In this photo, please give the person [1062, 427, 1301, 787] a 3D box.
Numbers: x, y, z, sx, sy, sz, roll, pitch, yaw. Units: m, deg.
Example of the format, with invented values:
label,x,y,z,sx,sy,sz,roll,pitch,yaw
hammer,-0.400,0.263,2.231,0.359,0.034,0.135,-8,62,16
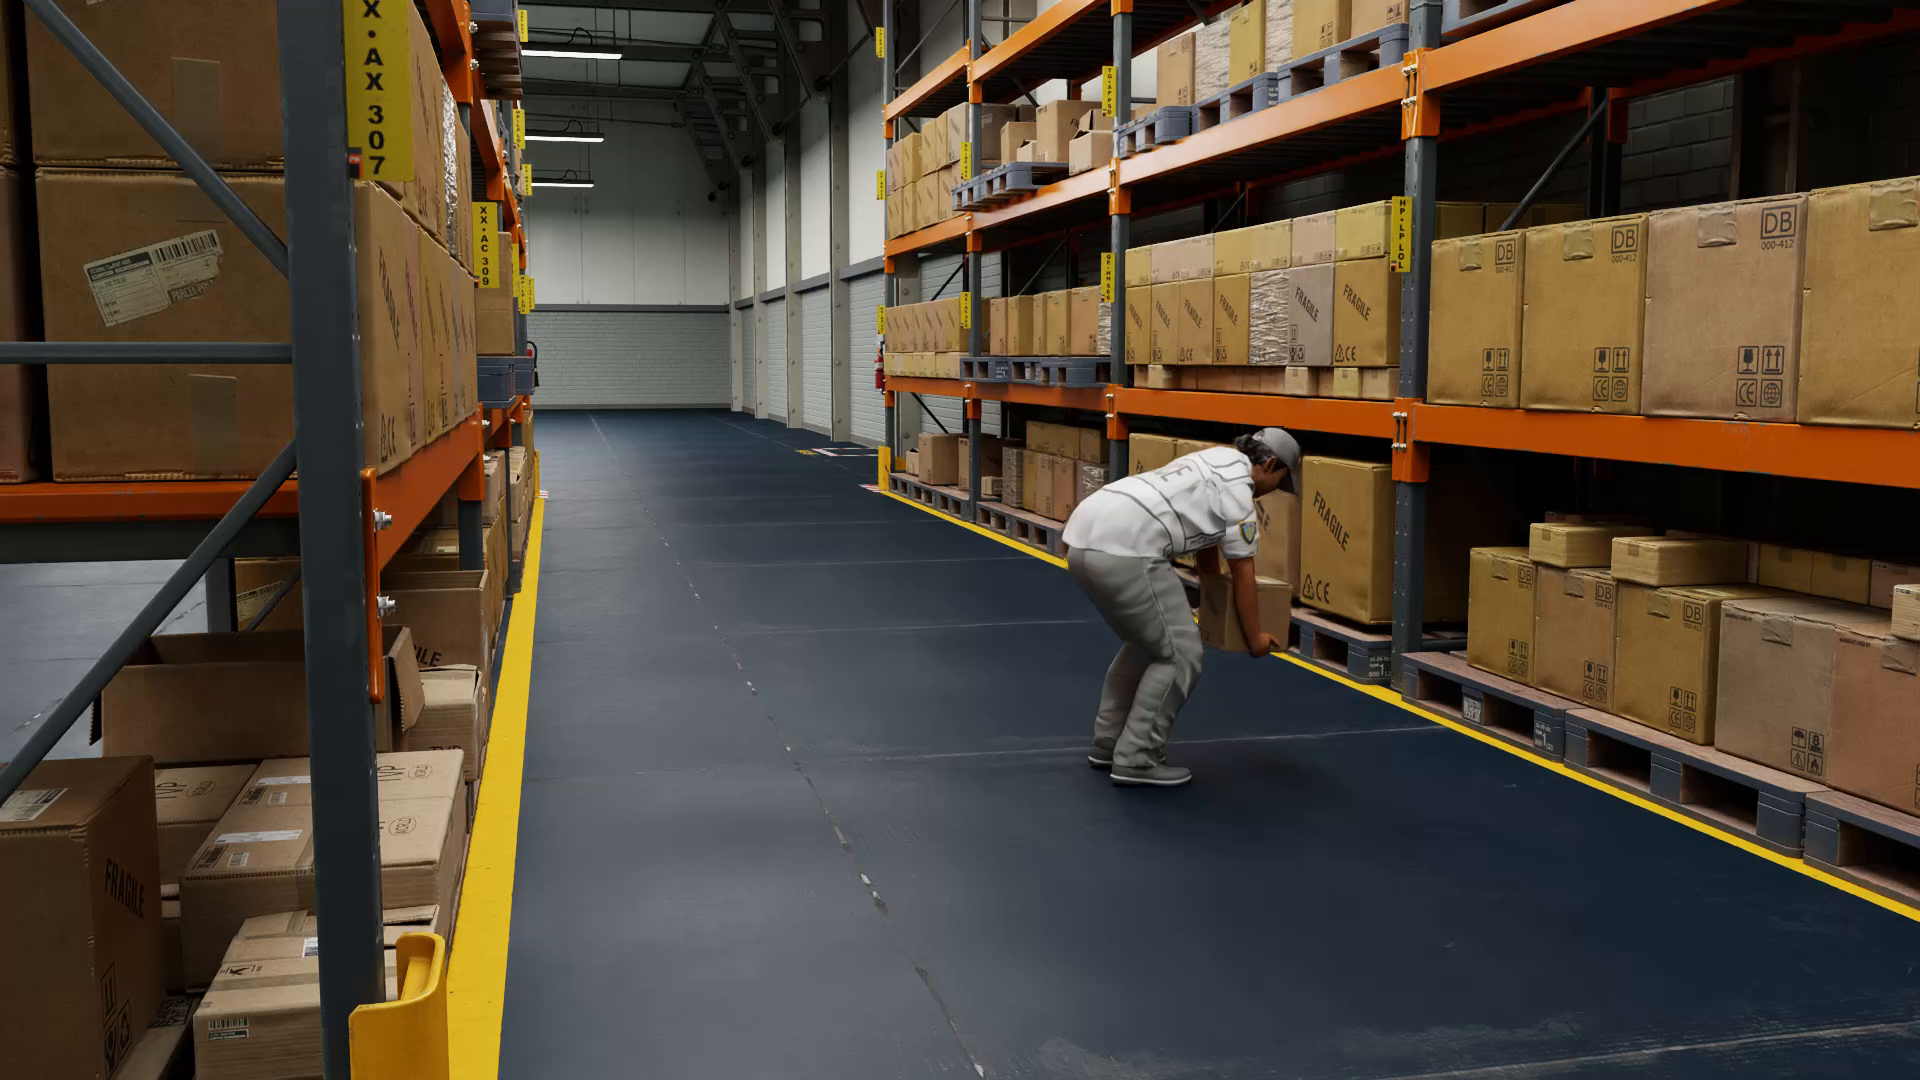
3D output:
label,x,y,z,sx,sy,sz,roll,pitch,yaw
person,0.818,0.226,6.018,0.892,1.256,0.475,-2,6,-16
